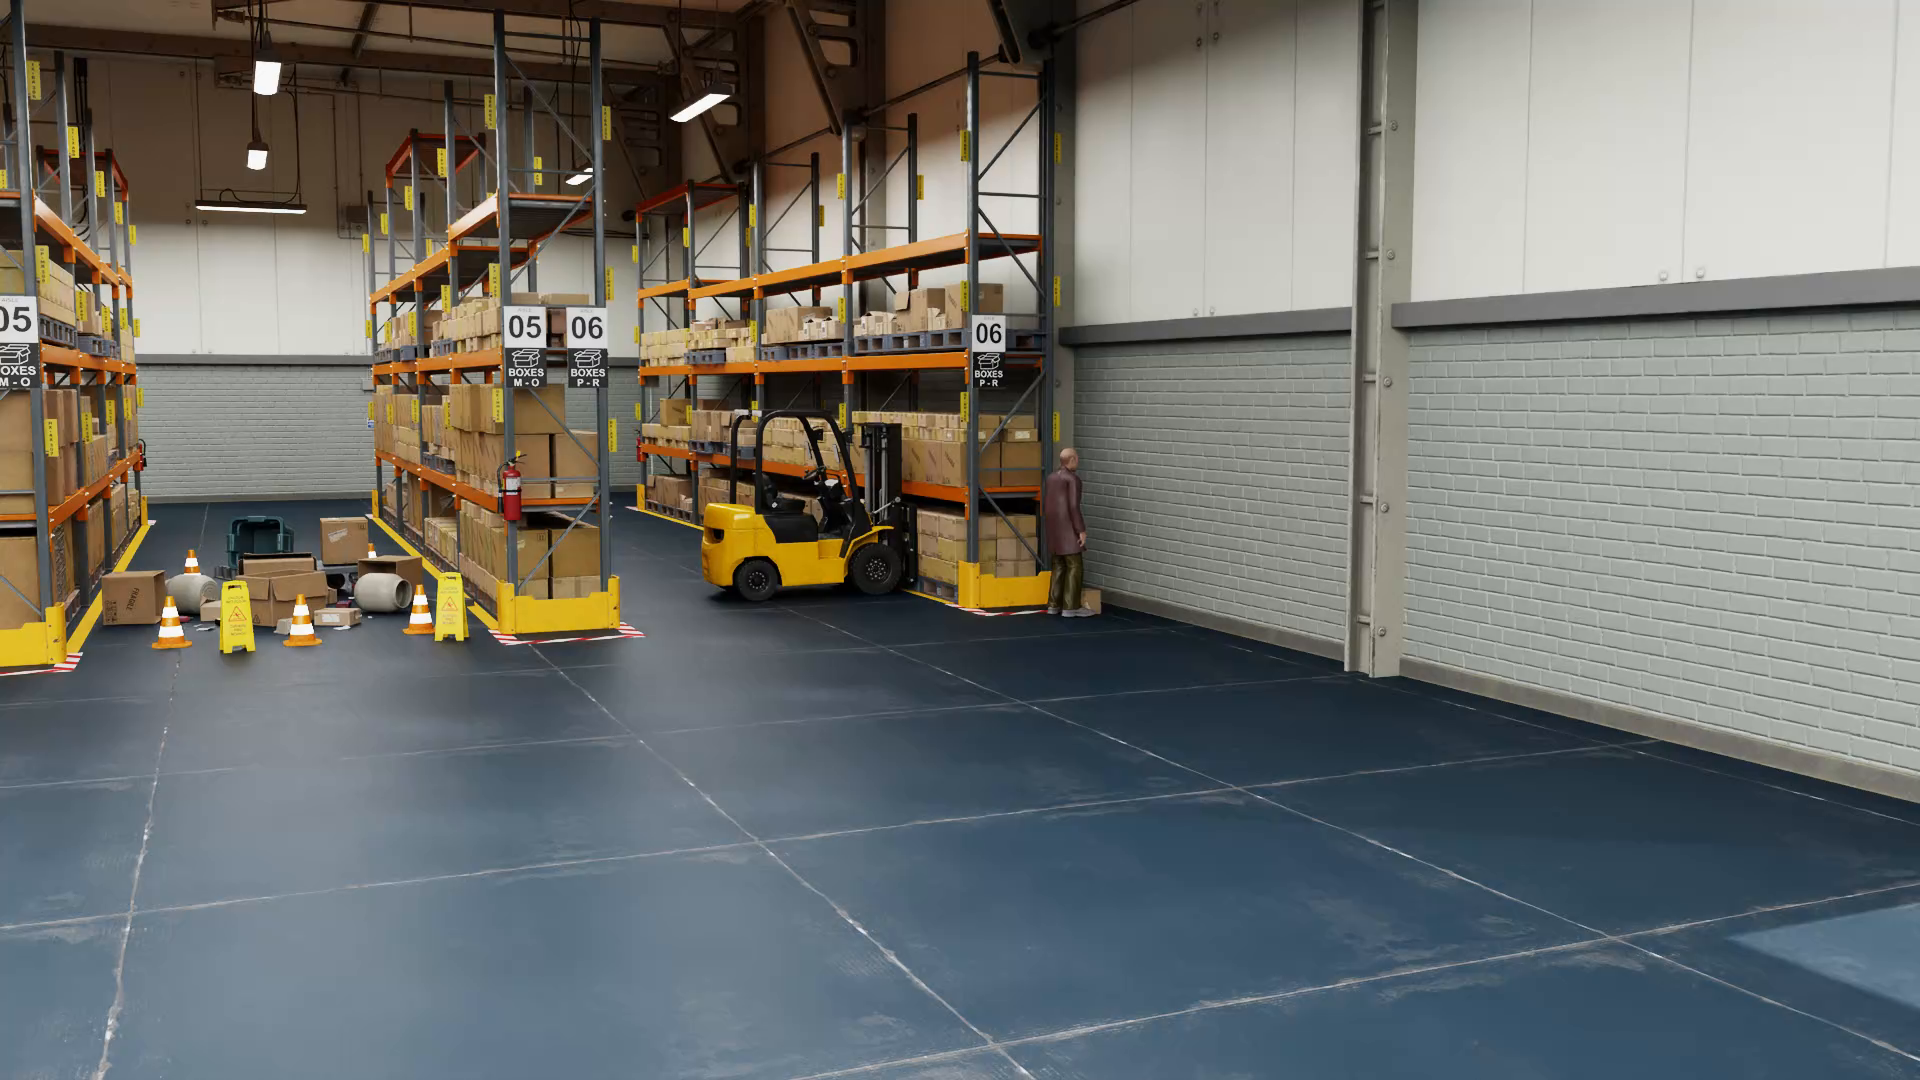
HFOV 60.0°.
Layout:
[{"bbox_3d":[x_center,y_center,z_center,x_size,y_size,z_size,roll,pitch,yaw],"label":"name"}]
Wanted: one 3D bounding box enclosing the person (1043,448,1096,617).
[{"bbox_3d":[1.126,-0.087,17.639,0.431,1.773,0.643,-3,6,-31],"label":"person"}]
